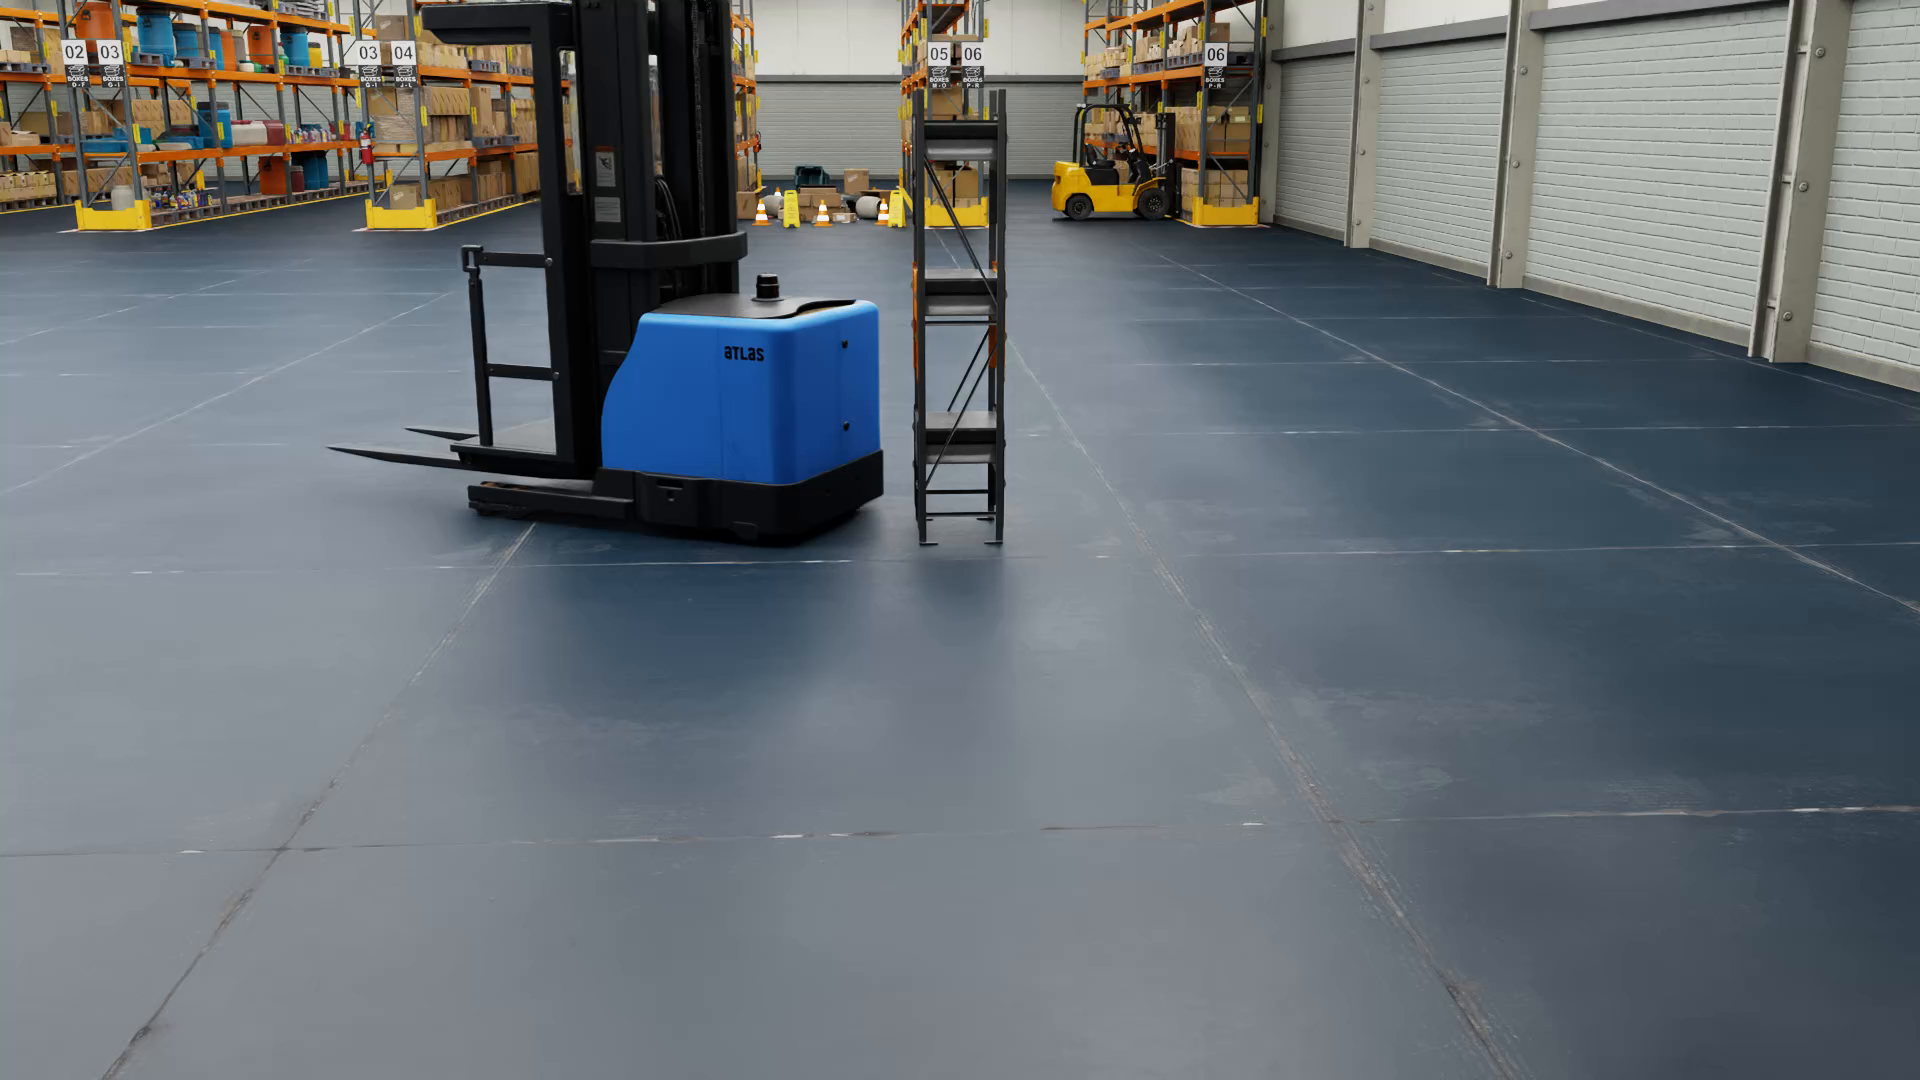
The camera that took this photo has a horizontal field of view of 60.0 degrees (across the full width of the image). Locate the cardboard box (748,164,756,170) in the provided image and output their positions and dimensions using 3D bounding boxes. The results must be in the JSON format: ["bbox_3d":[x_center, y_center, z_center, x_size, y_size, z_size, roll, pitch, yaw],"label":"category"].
[{"bbox_3d":[-5.622,-9.915,44.228,0.380,0.149,0.250,-1,14,-5],"label":"cardboard box"}]

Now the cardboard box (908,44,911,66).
[{"bbox_3d":[-0.830,-11.118,38.154,0.700,0.500,0.500,-2,15,-6],"label":"cardboard box"}]

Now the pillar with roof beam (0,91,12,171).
[{"bbox_3d":[-22.531,-14.407,45.962,9.100,9.000,0.400,-1,14,-3],"label":"pillar with roof beam"}]

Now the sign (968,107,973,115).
[{"bbox_3d":[0.210,-8.605,33.713,0.100,0.325,0.005,-1,14,-3],"label":"sign"}]

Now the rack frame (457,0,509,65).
[{"bbox_3d":[-10.470,-11.922,36.305,1.000,3.000,0.127,-1,14,-3],"label":"rack frame"}]

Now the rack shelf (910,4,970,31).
[{"bbox_3d":[-0.455,-11.036,35.106,1.077,0.370,4.000,-1,14,-3],"label":"rack shelf"}]

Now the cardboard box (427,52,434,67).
[{"bbox_3d":[-9.784,-8.660,29.944,0.500,0.250,0.500,-1,14,-5],"label":"cardboard box"}]

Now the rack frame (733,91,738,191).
[{"bbox_3d":[-5.513,-9.069,37.252,1.000,3.000,0.127,-1,14,-3],"label":"rack frame"}]

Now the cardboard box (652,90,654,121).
[{"bbox_3d":[-5.128,-7.903,30.253,0.875,0.550,0.550,-1,14,-3],"label":"cardboard box"}]

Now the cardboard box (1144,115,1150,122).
[{"bbox_3d":[4.178,-9.079,35.791,0.380,0.149,0.250,-1,14,-5],"label":"cardboard box"}]

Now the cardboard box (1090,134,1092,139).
[{"bbox_3d":[3.656,-10.708,44.130,0.380,0.149,0.250,-1,14,-5],"label":"cardboard box"}]

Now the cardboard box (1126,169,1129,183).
[{"bbox_3d":[4.134,-8.342,38.603,0.500,0.500,0.500,0,14,-2],"label":"cardboard box"}]

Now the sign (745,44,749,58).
[{"bbox_3d":[-5.207,-11.967,40.668,0.100,0.325,0.005,-1,14,-3],"label":"sign"}]

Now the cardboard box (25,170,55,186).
[{"bbox_3d":[-20.079,-7.882,36.191,0.500,0.311,0.500,-1,14,-2],"label":"cardboard box"}]

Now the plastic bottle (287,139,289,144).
[{"bbox_3d":[-15.117,-8.993,37.208,0.152,0.276,0.135,-1,14,-3],"label":"plastic bottle"}]

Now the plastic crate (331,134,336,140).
[{"bbox_3d":[-15.547,-9.955,41.105,0.396,0.136,0.243,-1,14,-3],"label":"plastic crate"}]

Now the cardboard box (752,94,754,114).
[{"bbox_3d":[-5.659,-11.370,43.392,0.500,0.500,0.500,0,14,-1],"label":"cardboard box"}]

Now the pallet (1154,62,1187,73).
[{"bbox_3d":[4.555,-9.832,34.584,0.805,0.209,1.217,-1,15,-6],"label":"pallet"}]

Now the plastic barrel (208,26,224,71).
[{"bbox_3d":[-15.495,-10.090,34.196,0.600,0.901,0.708,-1,14,-3],"label":"plastic barrel"}]

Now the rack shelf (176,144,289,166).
[{"bbox_3d":[-15.289,-8.095,34.912,1.077,0.370,4.000,-1,14,-3],"label":"rack shelf"}]

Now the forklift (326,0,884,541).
[{"bbox_3d":[-1.961,-1.637,8.508,3.031,2.935,1.130,6,16,23],"label":"forklift"}]

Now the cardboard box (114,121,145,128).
[{"bbox_3d":[-20.365,-10.039,40.825,0.500,0.500,0.500,-1,14,-2],"label":"cardboard box"}]

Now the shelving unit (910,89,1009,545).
[{"bbox_3d":[-0.010,-1.058,7.925,0.431,2.100,0.503,-1,14,-3],"label":"shelving unit"}]

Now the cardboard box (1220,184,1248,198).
[{"bbox_3d":[5.049,-6.492,30.911,0.500,0.250,0.500,-1,14,-2],"label":"cardboard box"}]

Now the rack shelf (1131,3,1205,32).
[{"bbox_3d":[4.499,-11.114,35.407,1.077,0.370,4.000,-1,14,-3],"label":"rack shelf"}]

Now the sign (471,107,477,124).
[{"bbox_3d":[-9.681,-8.452,33.118,0.100,0.325,0.005,-1,14,-3],"label":"sign"}]

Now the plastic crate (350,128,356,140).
[{"bbox_3d":[-15.572,-10.290,42.116,0.437,0.282,0.530,-1,14,-3],"label":"plastic crate"}]

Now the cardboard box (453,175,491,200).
[{"bbox_3d":[-10.284,-7.436,35.040,0.700,0.500,0.500,-2,15,-8],"label":"cardboard box"}]

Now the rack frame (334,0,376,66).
[{"bbox_3d":[-15.909,-13.836,43.740,1.000,3.000,0.127,-1,14,-3],"label":"rack frame"}]

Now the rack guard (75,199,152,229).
[{"bbox_3d":[-14.969,-5.759,29.405,1.175,0.500,0.348,-1,14,-3],"label":"rack guard"}]

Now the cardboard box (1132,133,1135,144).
[{"bbox_3d":[4.159,-9.061,37.524,0.500,0.250,0.500,-1,14,-3],"label":"cardboard box"}]

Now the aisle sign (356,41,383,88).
[{"bbox_3d":[-10.270,-8.266,28.918,0.394,0.787,0.004,-1,14,-3],"label":"aisle sign"}]

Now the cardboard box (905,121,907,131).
[{"bbox_3d":[-1.081,-10.221,41.028,0.500,0.250,0.500,-1,14,-5],"label":"cardboard box"}]

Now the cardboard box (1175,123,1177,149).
[{"bbox_3d":[4.471,-7.932,32.633,0.500,0.500,0.500,-1,14,-4],"label":"cardboard box"}]

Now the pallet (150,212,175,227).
[{"bbox_3d":[-15.014,-5.821,30.226,1.003,0.211,1.213,-1,14,-3],"label":"pallet"}]

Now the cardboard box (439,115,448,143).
[{"bbox_3d":[-10.139,-7.729,31.249,0.875,0.500,0.500,-1,14,-3],"label":"cardboard box"}]

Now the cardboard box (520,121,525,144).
[{"bbox_3d":[-10.263,-9.319,38.024,0.500,0.500,0.500,-1,14,-5],"label":"cardboard box"}]

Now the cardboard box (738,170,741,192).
[{"bbox_3d":[-5.302,-8.241,38.211,0.500,0.500,0.500,-2,15,-6],"label":"cardboard box"}]

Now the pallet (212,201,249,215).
[{"bbox_3d":[-15.253,-6.790,33.993,1.003,0.211,1.213,-1,14,-3],"label":"pallet"}]

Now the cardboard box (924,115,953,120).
[{"bbox_3d":[-0.392,-7.504,30.373,0.500,0.500,0.500,-1,14,-4],"label":"cardboard box"}]

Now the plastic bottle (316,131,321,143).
[{"bbox_3d":[-15.260,-9.566,39.435,0.152,0.276,0.135,-1,14,-3],"label":"plastic bottle"}]

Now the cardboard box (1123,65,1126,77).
[{"bbox_3d":[4.069,-10.877,38.561,0.500,0.250,0.500,-1,14,-3],"label":"cardboard box"}]

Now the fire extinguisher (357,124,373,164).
[{"bbox_3d":[-10.427,-6.954,29.191,0.296,0.674,0.183,-1,14,-3],"label":"fire extinguisher"}]

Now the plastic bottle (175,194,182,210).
[{"bbox_3d":[-14.715,-6.361,31.297,0.061,0.283,0.133,-1,14,-3],"label":"plastic bottle"}]

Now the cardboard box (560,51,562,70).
[{"bbox_3d":[-10.880,-12.631,43.835,0.700,0.500,0.500,-2,15,-7],"label":"cardboard box"}]

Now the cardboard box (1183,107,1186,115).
[{"bbox_3d":[4.459,-8.166,31.647,0.380,0.149,0.250,-1,14,-2],"label":"cardboard box"}]

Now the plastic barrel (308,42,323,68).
[{"bbox_3d":[-15.402,-11.459,39.302,0.600,0.588,0.600,0,14,0],"label":"plastic barrel"}]

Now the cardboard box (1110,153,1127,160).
[{"bbox_3d":[3.948,-9.536,41.345,0.380,0.149,0.250,-2,15,-6],"label":"cardboard box"}]

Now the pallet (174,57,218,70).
[{"bbox_3d":[-15.023,-9.129,31.847,1.213,0.211,1.003,-1,14,-3],"label":"pallet"}]
